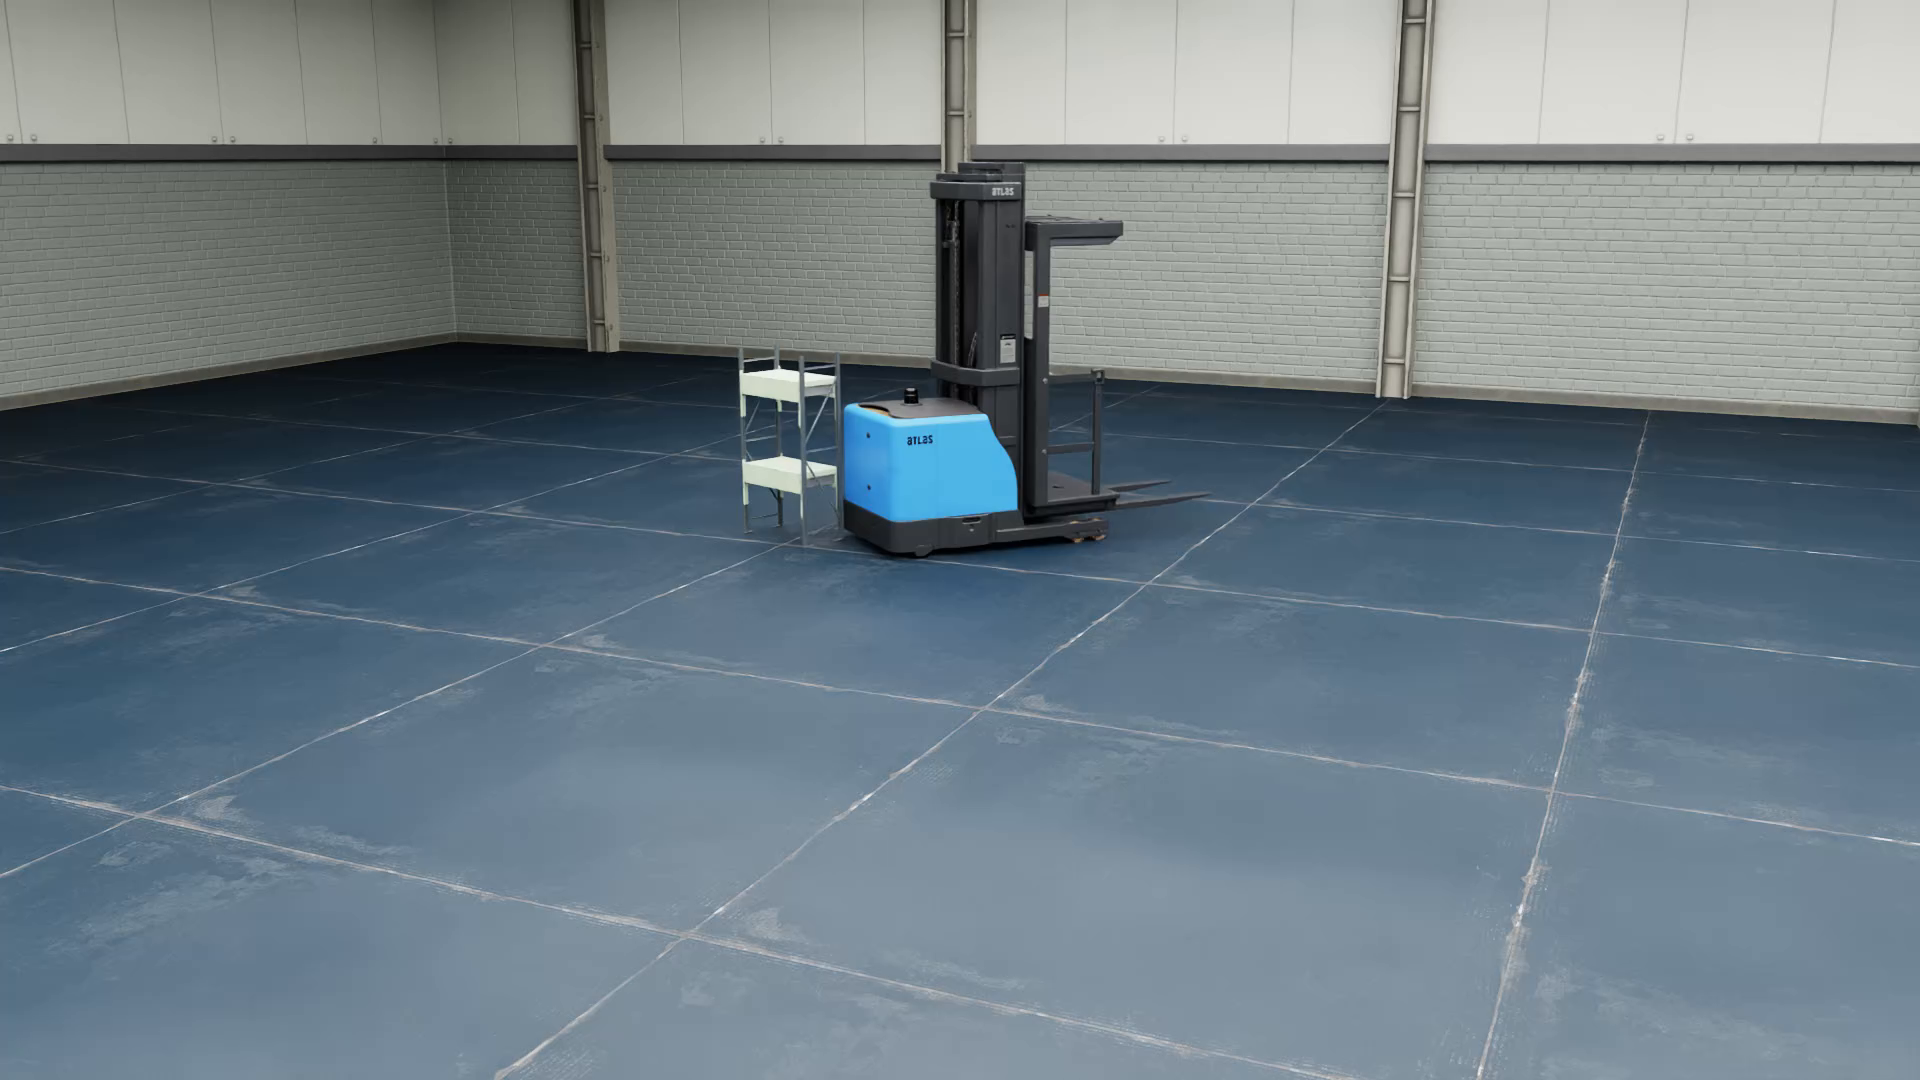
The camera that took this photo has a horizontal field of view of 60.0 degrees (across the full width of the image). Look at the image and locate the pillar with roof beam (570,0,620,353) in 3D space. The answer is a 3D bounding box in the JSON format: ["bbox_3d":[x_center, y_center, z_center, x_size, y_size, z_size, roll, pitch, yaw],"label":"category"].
[{"bbox_3d":[-7.246,-6.405,20.853,0.400,9.000,9.100,6,14,23],"label":"pillar with roof beam"}]

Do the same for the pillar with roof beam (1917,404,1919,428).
[{"bbox_3d":[9.211,-4.740,13.755,0.400,9.000,9.100,6,14,23],"label":"pillar with roof beam"}]

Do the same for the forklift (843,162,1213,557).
[{"bbox_3d":[0.619,-1.513,13.285,3.031,2.935,1.130,-7,15,-26],"label":"forklift"}]

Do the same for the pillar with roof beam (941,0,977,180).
[{"bbox_3d":[-1.761,-5.850,18.487,0.400,9.000,9.100,6,14,23],"label":"pillar with roof beam"}]

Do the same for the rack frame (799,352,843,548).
[{"bbox_3d":[-1.082,-0.701,12.959,0.023,1.500,0.400,12,18,43],"label":"rack frame"}]

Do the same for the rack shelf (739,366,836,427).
[{"bbox_3d":[-1.345,-1.139,13.118,0.720,0.370,0.431,12,18,43],"label":"rack shelf"}]

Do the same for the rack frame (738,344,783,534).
[{"bbox_3d":[-1.608,-0.817,13.454,0.023,1.500,0.400,12,18,43],"label":"rack frame"}]

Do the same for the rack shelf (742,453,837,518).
[{"bbox_3d":[-1.345,-0.442,13.281,0.720,0.370,0.431,12,18,43],"label":"rack shelf"}]

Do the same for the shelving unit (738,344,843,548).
[{"bbox_3d":[-1.345,-0.759,13.207,0.755,1.500,0.431,12,18,43],"label":"shelving unit"}]

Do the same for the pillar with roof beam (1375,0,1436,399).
[{"bbox_3d":[3.725,-5.295,16.121,0.400,9.000,9.100,6,14,23],"label":"pillar with roof beam"}]
